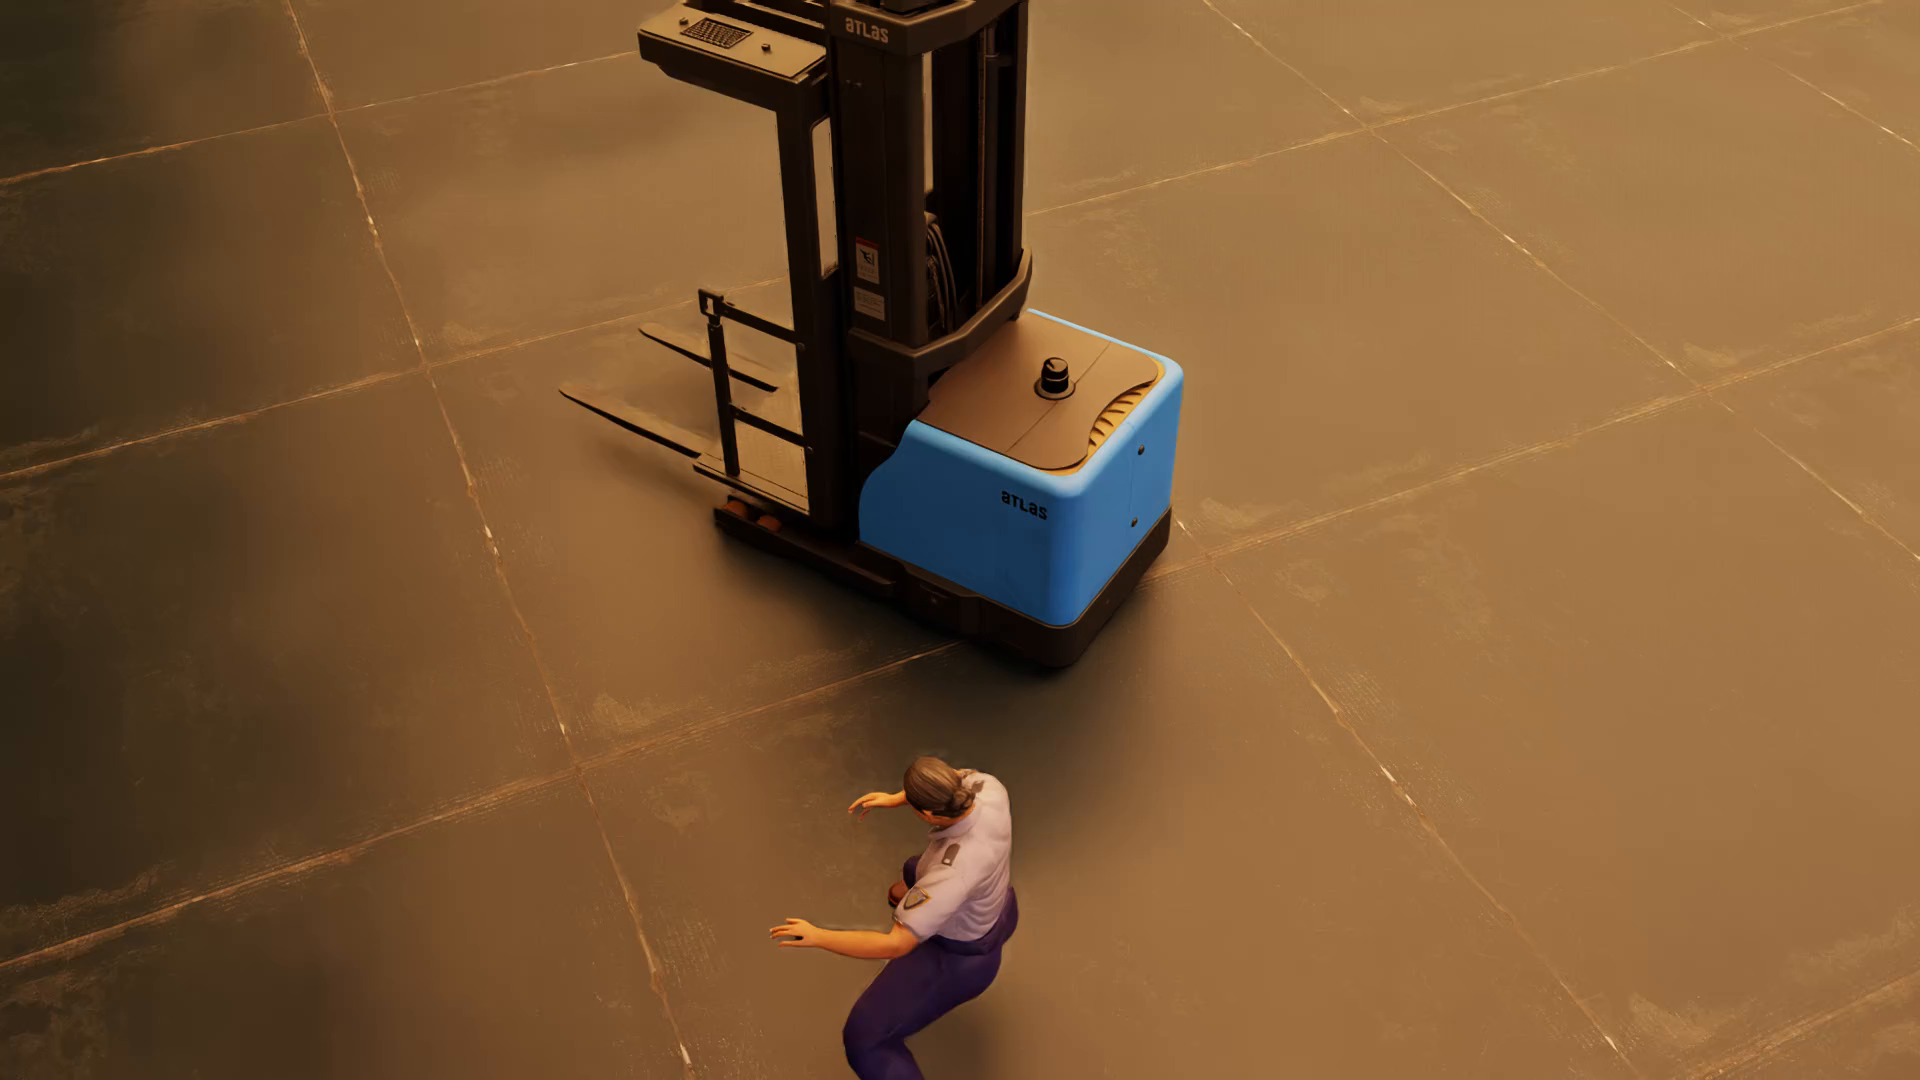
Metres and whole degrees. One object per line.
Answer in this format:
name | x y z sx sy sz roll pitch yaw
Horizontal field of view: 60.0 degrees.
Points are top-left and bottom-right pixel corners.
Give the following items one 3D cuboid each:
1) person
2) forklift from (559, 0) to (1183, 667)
person | -0.150 1.225 5.467 0.630 1.431 1.225 14 45 15
forklift | -0.552 -1.302 7.075 3.031 2.935 1.130 23 48 23
